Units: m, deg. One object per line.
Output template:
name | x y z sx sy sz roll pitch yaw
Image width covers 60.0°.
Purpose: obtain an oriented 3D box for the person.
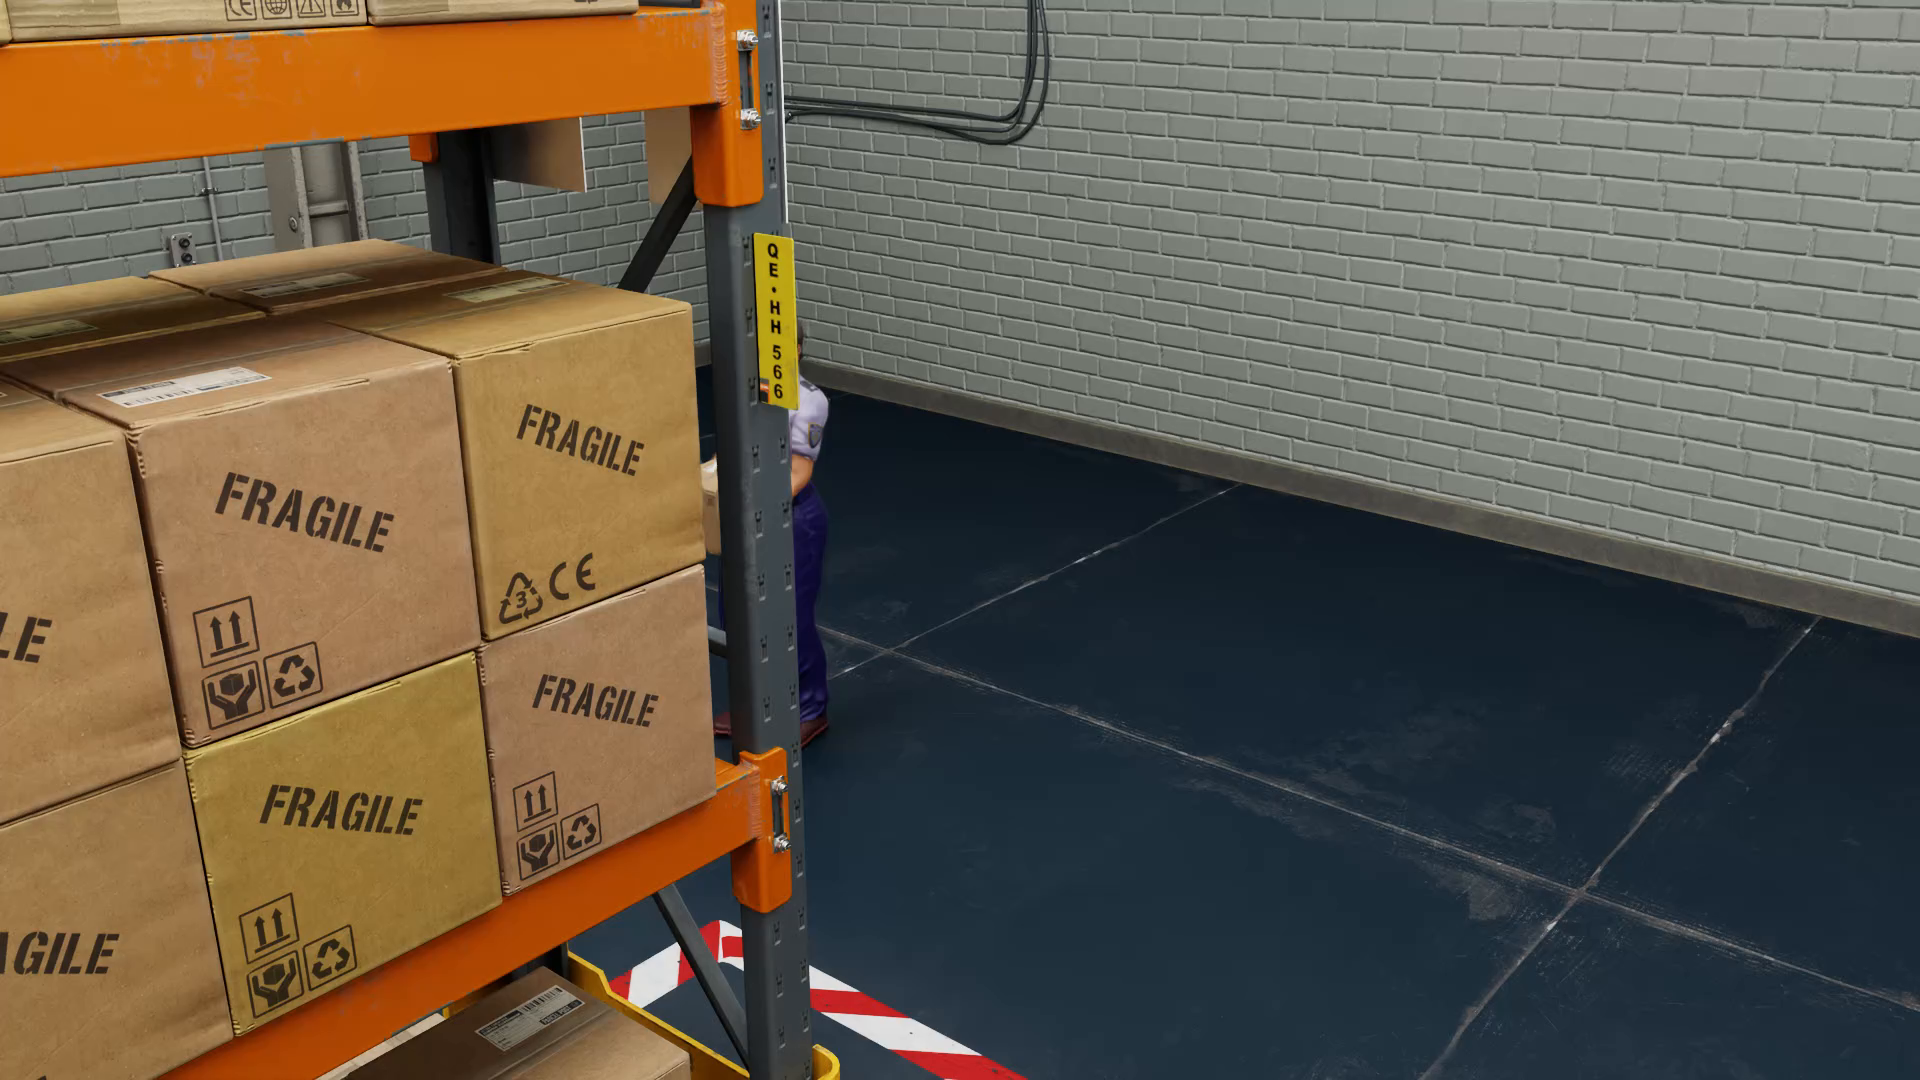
person | -0.749 -0.017 6.159 0.455 1.634 0.512 16 26 37
